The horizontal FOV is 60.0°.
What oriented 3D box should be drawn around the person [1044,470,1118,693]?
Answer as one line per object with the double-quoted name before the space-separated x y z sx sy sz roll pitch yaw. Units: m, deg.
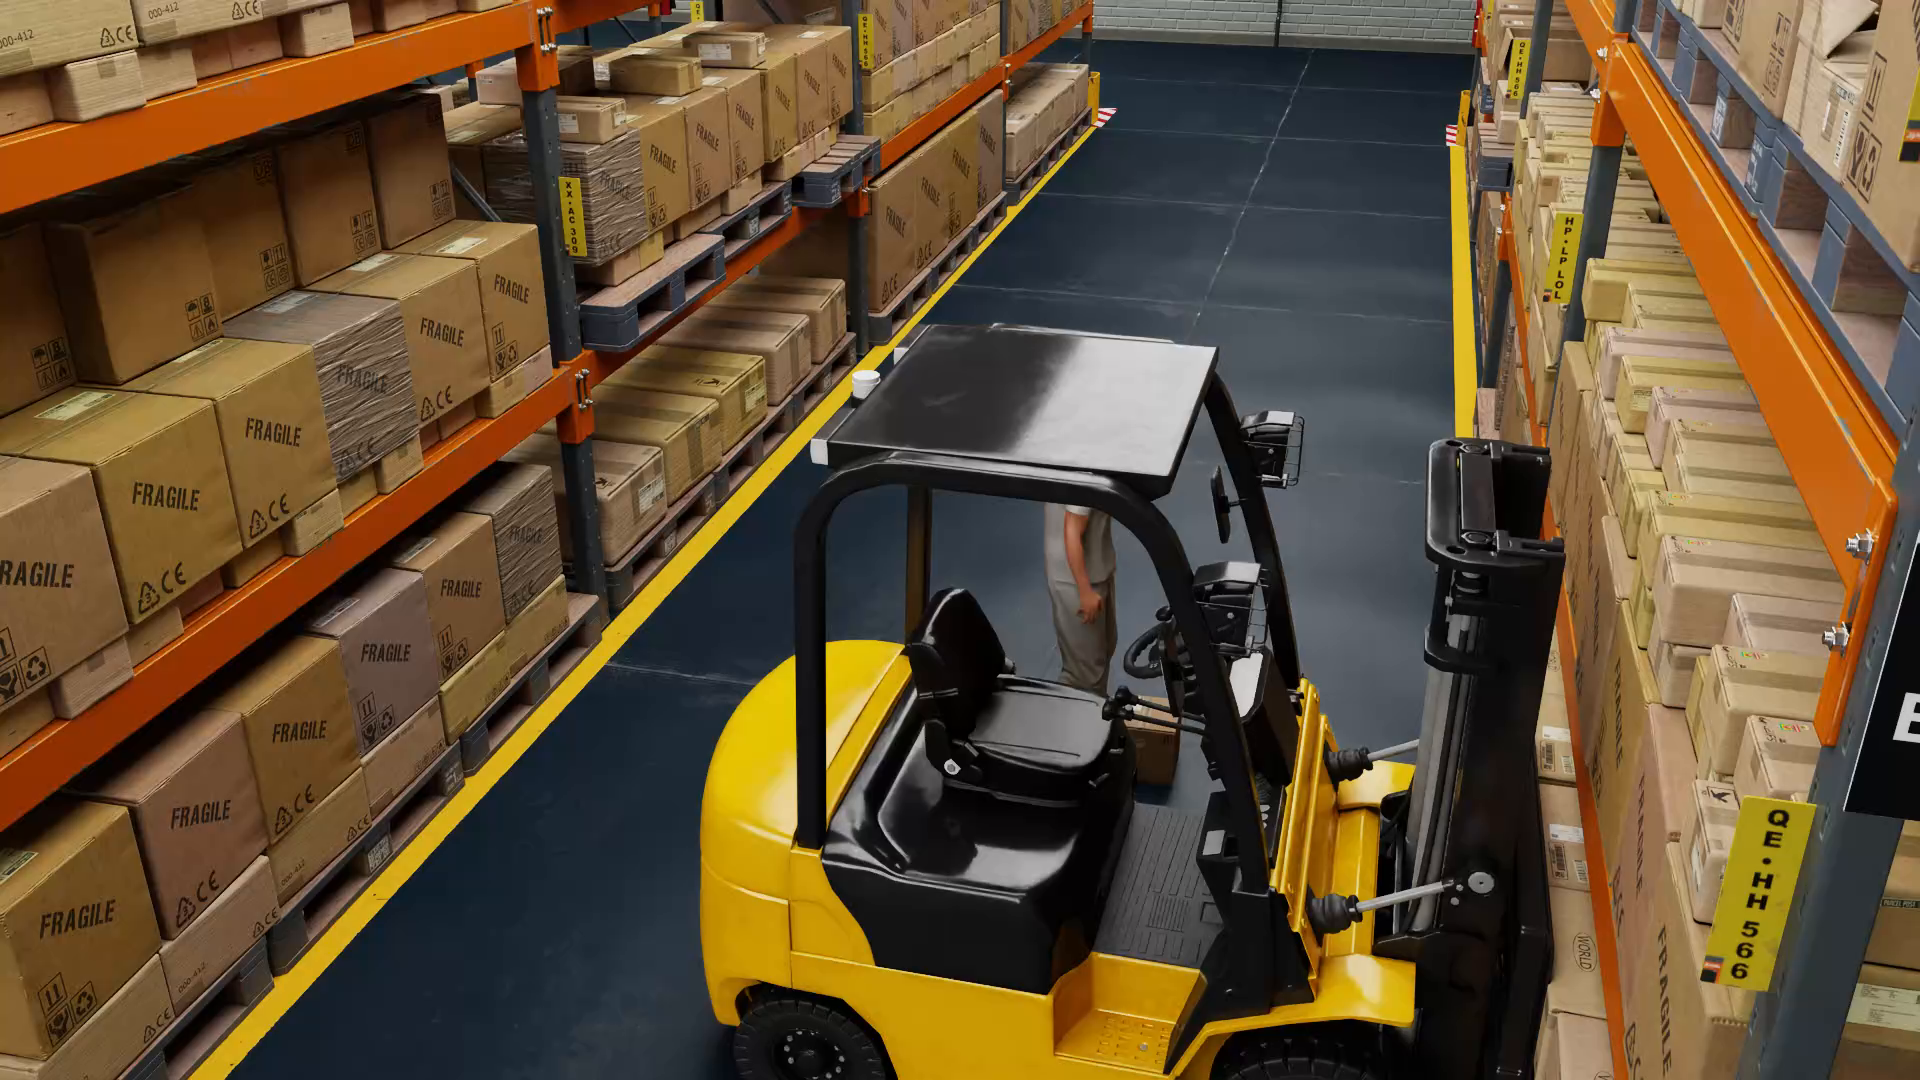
"person" 0.497 0.126 6.346 0.352 1.672 0.495 6 26 12
